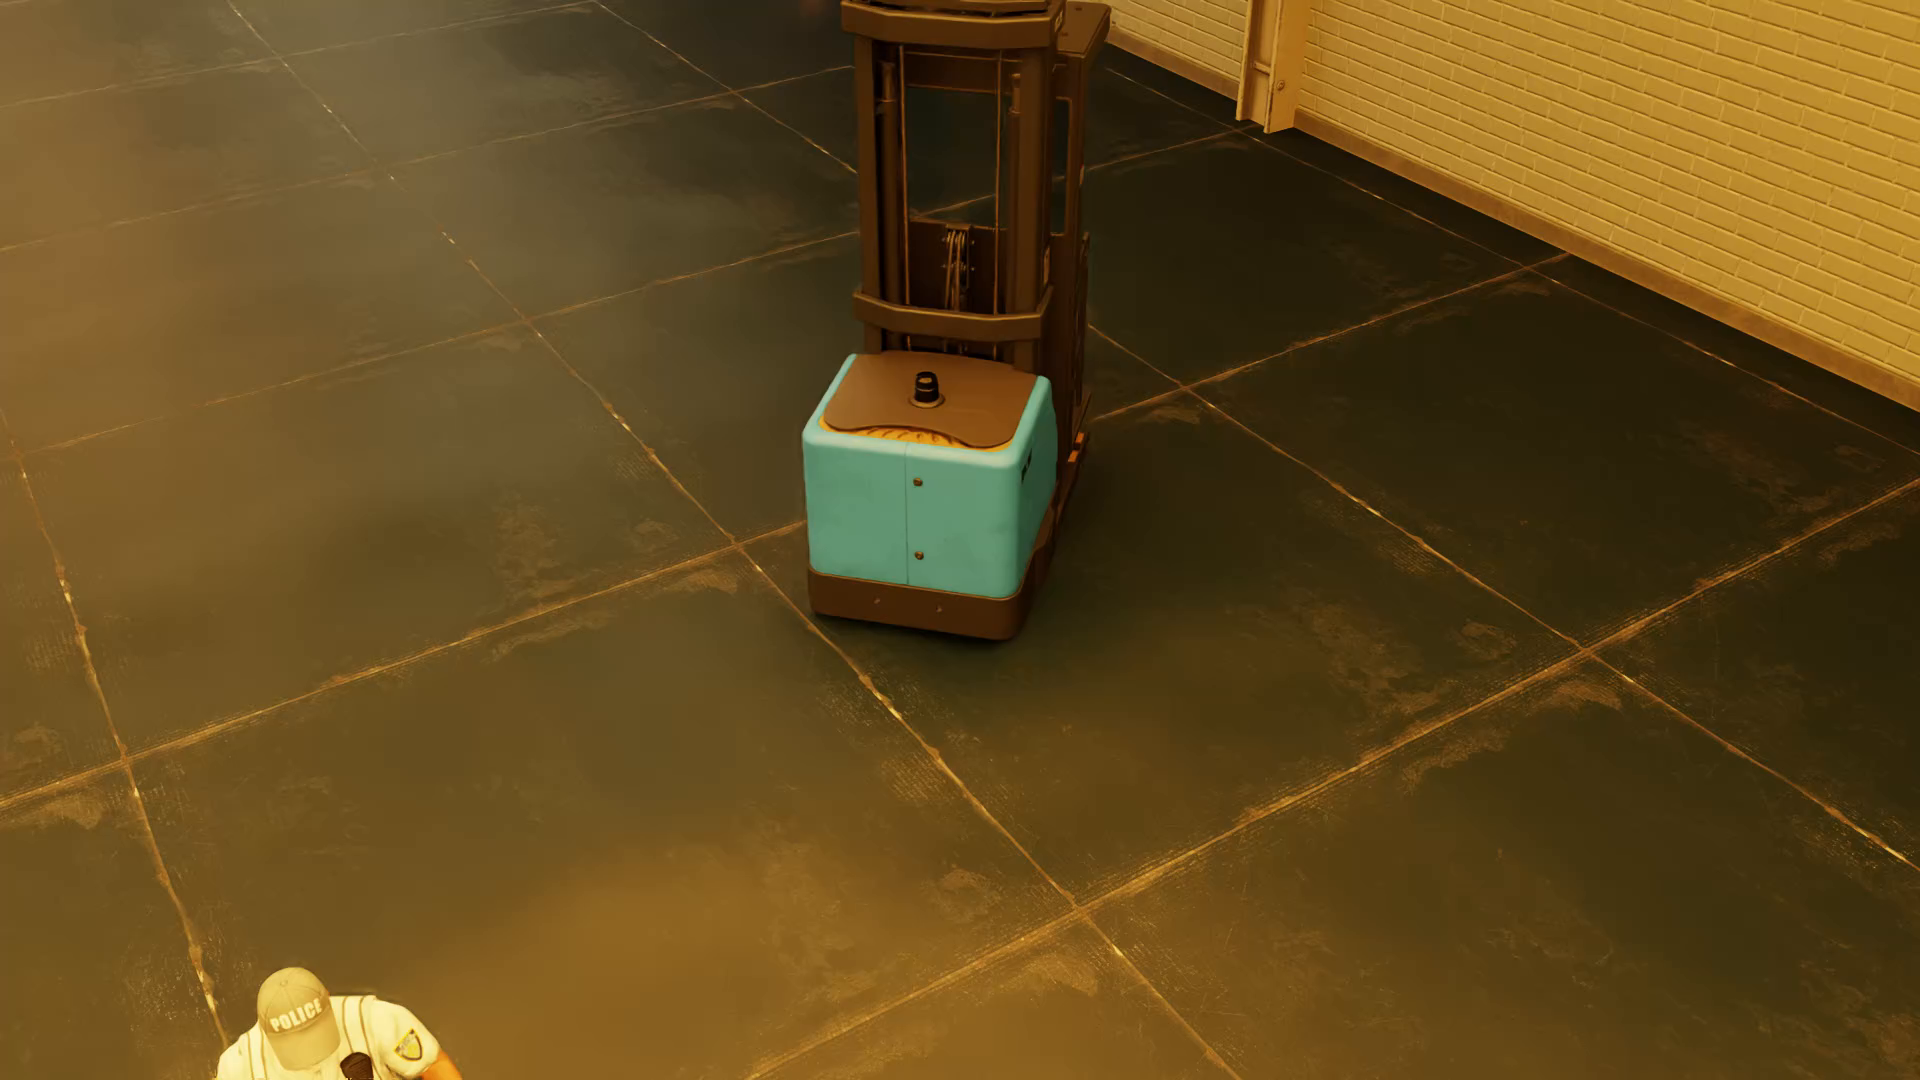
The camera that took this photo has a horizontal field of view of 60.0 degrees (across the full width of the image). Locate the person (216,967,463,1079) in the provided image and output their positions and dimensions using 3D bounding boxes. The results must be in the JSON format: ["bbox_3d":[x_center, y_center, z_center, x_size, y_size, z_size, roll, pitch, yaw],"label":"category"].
[{"bbox_3d":[-1.733,1.778,4.742,0.720,1.646,0.539,-16,38,-21],"label":"person"}]

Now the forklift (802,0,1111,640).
[{"bbox_3d":[0.103,-1.569,8.381,1.130,2.935,3.031,8,36,11],"label":"forklift"}]
